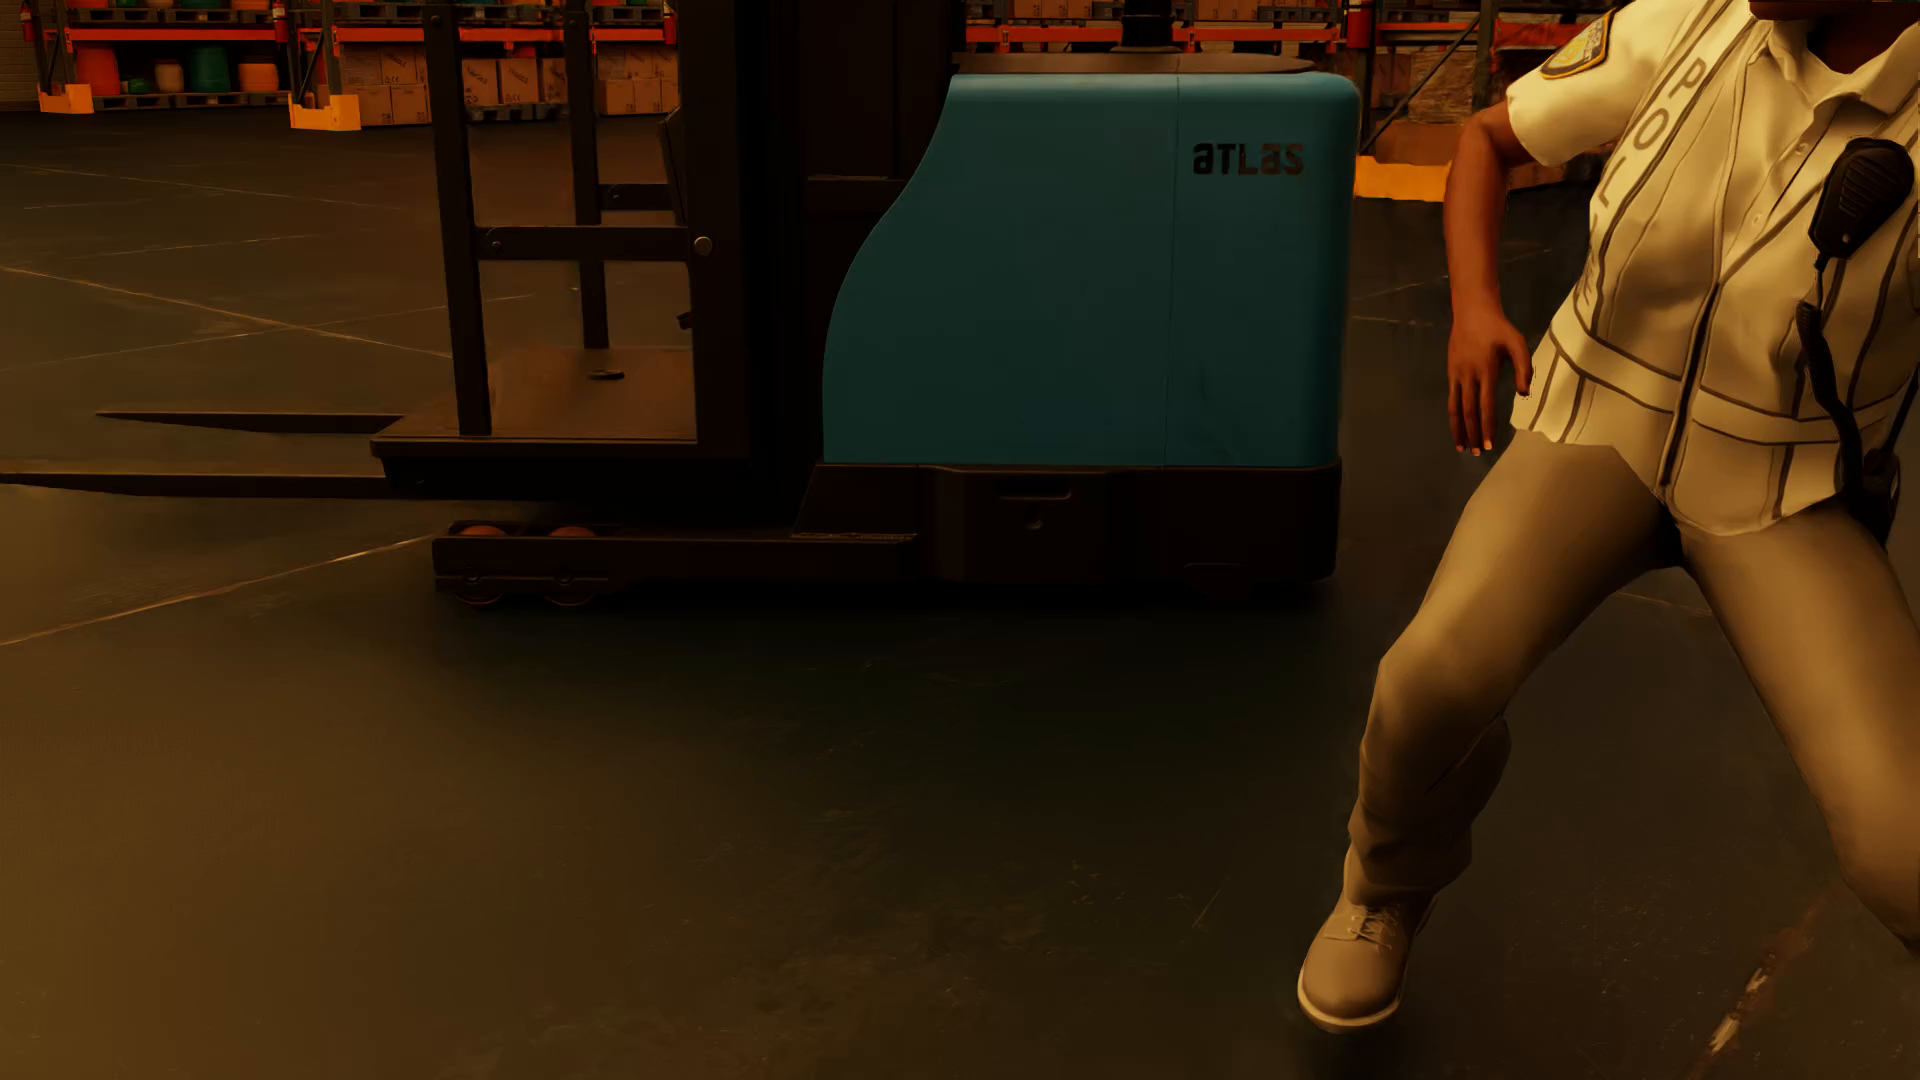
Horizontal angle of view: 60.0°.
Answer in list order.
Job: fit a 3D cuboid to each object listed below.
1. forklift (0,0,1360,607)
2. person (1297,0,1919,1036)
[{"bbox_3d":[-0.708,-1.415,3.557,3.031,2.935,1.130,1,17,2],"label":"forklift"},{"bbox_3d":[0.802,-0.010,1.631,0.855,1.467,0.738,11,20,31],"label":"person"}]
